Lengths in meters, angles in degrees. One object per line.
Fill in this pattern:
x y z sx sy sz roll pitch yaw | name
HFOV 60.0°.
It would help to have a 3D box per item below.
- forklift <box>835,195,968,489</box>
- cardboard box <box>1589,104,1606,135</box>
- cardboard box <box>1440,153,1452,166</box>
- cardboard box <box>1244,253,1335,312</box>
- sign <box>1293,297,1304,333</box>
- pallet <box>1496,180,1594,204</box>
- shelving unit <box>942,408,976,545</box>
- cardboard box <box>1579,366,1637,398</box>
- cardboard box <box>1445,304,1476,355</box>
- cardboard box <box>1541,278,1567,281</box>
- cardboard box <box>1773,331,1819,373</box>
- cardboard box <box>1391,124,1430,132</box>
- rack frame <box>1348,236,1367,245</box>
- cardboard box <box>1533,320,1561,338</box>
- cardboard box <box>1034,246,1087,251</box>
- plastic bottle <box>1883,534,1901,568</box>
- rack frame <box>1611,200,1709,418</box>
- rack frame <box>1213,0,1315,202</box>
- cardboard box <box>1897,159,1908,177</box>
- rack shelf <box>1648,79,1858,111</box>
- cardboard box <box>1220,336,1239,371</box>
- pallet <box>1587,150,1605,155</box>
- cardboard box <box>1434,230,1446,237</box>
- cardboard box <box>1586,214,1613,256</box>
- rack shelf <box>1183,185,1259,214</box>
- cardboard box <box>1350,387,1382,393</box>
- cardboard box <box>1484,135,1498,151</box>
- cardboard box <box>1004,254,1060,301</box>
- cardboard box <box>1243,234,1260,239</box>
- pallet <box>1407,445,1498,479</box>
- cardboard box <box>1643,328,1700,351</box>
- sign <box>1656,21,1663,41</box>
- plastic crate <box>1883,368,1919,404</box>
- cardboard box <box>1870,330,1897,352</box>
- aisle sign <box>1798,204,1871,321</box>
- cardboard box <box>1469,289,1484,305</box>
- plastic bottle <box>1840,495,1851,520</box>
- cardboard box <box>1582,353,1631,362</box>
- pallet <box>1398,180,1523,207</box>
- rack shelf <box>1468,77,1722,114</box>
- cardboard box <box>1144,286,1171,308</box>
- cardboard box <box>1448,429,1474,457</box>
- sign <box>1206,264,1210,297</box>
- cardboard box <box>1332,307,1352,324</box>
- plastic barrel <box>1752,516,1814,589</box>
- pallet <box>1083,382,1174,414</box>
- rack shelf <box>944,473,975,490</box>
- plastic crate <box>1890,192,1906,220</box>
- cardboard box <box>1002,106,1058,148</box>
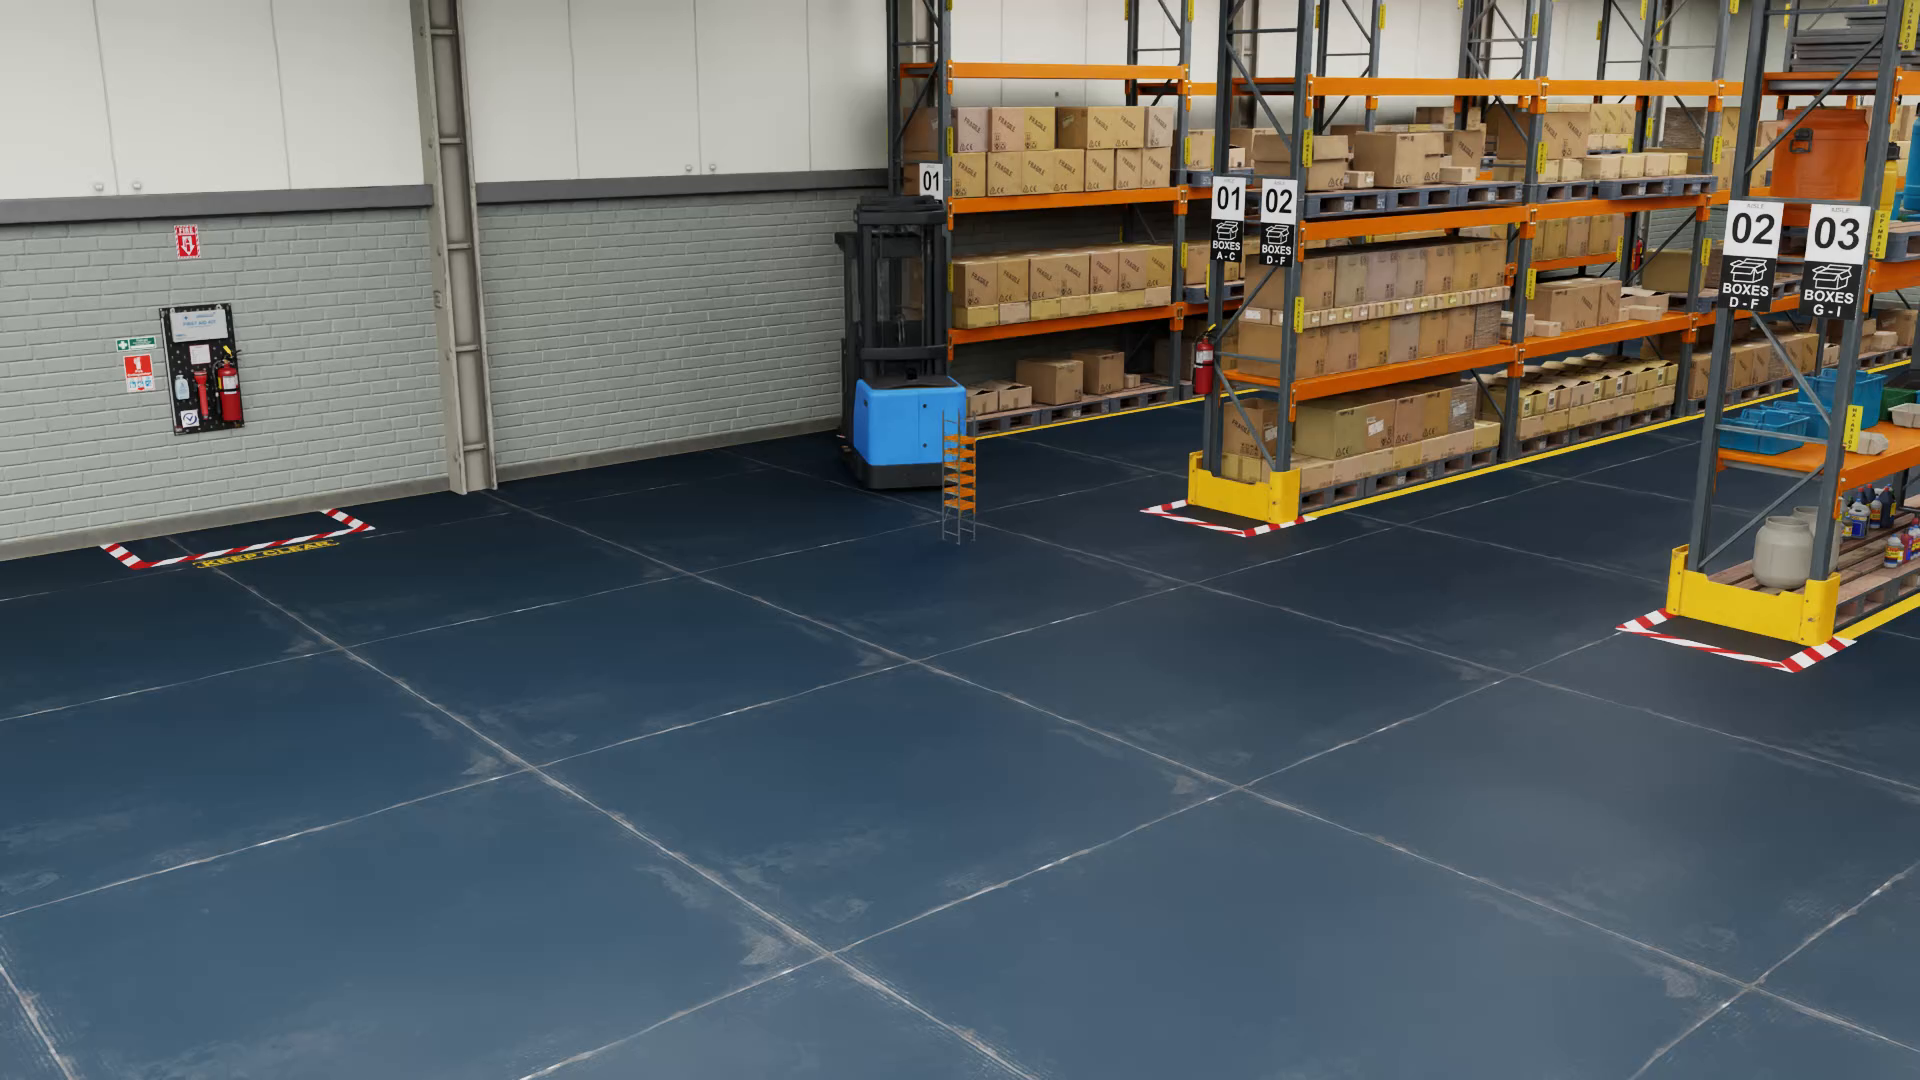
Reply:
-0.741 -2.272 18.075 1.130 2.935 3.031 -3 15 -12 | forklift
10.453 -7.055 27.868 0.500 0.500 0.500 -14 20 -42 | cardboard box
4.841 -3.970 17.574 0.500 0.311 0.500 -14 20 -42 | cardboard box
3.184 -2.501 16.094 0.500 0.500 0.700 -13 19 -39 | cardboard box
3.143 -2.088 15.424 0.005 0.325 0.100 -13 19 -39 | sign
6.458 -3.927 18.698 1.217 0.209 0.805 -14 20 -42 | pallet
-0.011 -0.577 15.086 0.189 1.200 0.258 -13 19 -39 | shelving unit
7.815 -1.930 20.092 0.500 0.311 0.500 -13 20 -40 | cardboard box
5.077 -2.300 17.853 0.500 0.500 0.700 -13 20 -40 | cardboard box
10.337 -4.474 28.960 0.250 0.149 0.380 -12 19 -39 | cardboard box
11.652 -2.639 23.309 0.500 0.500 0.500 -13 20 -40 | cardboard box
6.683 -6.054 25.244 0.500 0.500 0.700 -11 19 -37 | cardboard box
5.564 -4.060 24.636 0.127 3.000 1.000 -13 19 -39 | rack frame
6.604 -2.407 18.936 0.250 0.149 0.380 -13 19 -39 | cardboard box
1.283 -3.472 21.236 0.500 0.500 0.500 -12 19 -38 | cardboard box
7.605 0.083 13.560 0.097 0.271 0.097 0 15 0 | plastic bottle
8.819 -3.096 21.028 0.127 3.000 1.000 -13 19 -39 | rack frame
2.784 -4.639 15.180 0.127 3.000 1.000 -13 19 -39 | rack frame
13.498 -5.438 24.275 0.500 0.250 0.500 -13 19 -39 | cardboard box
10.327 -5.792 21.667 4.000 0.370 1.077 -13 19 -39 | rack shelf
3.448 -2.612 23.208 0.500 0.500 0.700 -13 20 -40 | cardboard box
10.126 -6.486 28.078 1.213 0.211 1.003 -13 19 -39 | pallet
7.262 -4.554 25.679 0.500 0.500 0.500 -12 19 -38 | cardboard box
10.679 -5.346 28.871 0.700 0.700 0.980 -13 20 -40 | cardboard box
4.055 -4.823 23.073 4.000 0.370 1.077 -13 19 -39 | rack shelf
4.116 -1.383 17.676 0.500 0.500 0.500 -13 19 -39 | cardboard box
8.944 -6.527 27.343 0.500 0.250 0.500 -12 19 -39 | cardboard box
0.860 -3.194 20.195 0.500 0.500 0.500 -13 20 -41 | cardboard box
4.291 -4.024 23.455 0.500 0.500 0.700 -13 19 -39 | cardboard box
5.174 -0.945 18.377 1.213 0.211 1.003 -13 19 -39 | pallet
9.410 -2.678 22.000 0.500 0.250 0.500 -12 19 -37 | cardboard box
11.945 -8.695 28.400 0.005 0.325 0.100 -13 19 -39 | sign
8.571 -1.359 14.647 0.504 0.338 0.767 -13 19 -39 | plastic crate
13.869 -3.040 25.295 0.500 0.250 0.500 -13 19 -39 | cardboard box
6.170 -1.963 11.747 0.004 0.787 0.394 -13 19 -39 | aisle sign
5.353 -2.606 17.743 0.250 0.149 0.380 -13 20 -41 | cardboard box
7.705 -0.226 14.565 0.185 0.351 0.144 -13 20 -40 | plastic bottle
8.231 -2.210 21.138 0.500 0.311 0.500 -12 19 -38 | cardboard box
5.175 -3.675 17.556 1.213 0.211 1.003 -13 19 -39 | pallet
7.310 -5.115 19.130 4.000 0.370 1.077 -13 19 -39 | rack shelf
2.388 -3.180 21.595 0.500 0.250 0.500 -13 19 -39 | cardboard box
5.211 -1.089 18.028 0.500 0.250 0.500 -13 19 -39 | cardboard box
2.438 -2.523 16.179 0.005 0.325 0.100 -13 19 -39 | sign
3.607 -2.214 16.276 0.250 0.149 0.380 -13 19 -39 | cardboard box
6.479 0.097 13.082 0.421 0.512 0.421 0 15 0 | plastic barrel
2.063 -1.914 22.007 1.213 0.211 1.003 -13 19 -39 | pallet
-0.011 -0.534 15.097 0.180 0.103 0.258 -13 19 -39 | rack shelf
7.273 -2.599 13.386 0.575 0.384 0.392 -13 19 -39 | plastic crate
0.858 -5.076 20.459 0.500 0.500 0.500 -13 20 -39 | cardboard box
